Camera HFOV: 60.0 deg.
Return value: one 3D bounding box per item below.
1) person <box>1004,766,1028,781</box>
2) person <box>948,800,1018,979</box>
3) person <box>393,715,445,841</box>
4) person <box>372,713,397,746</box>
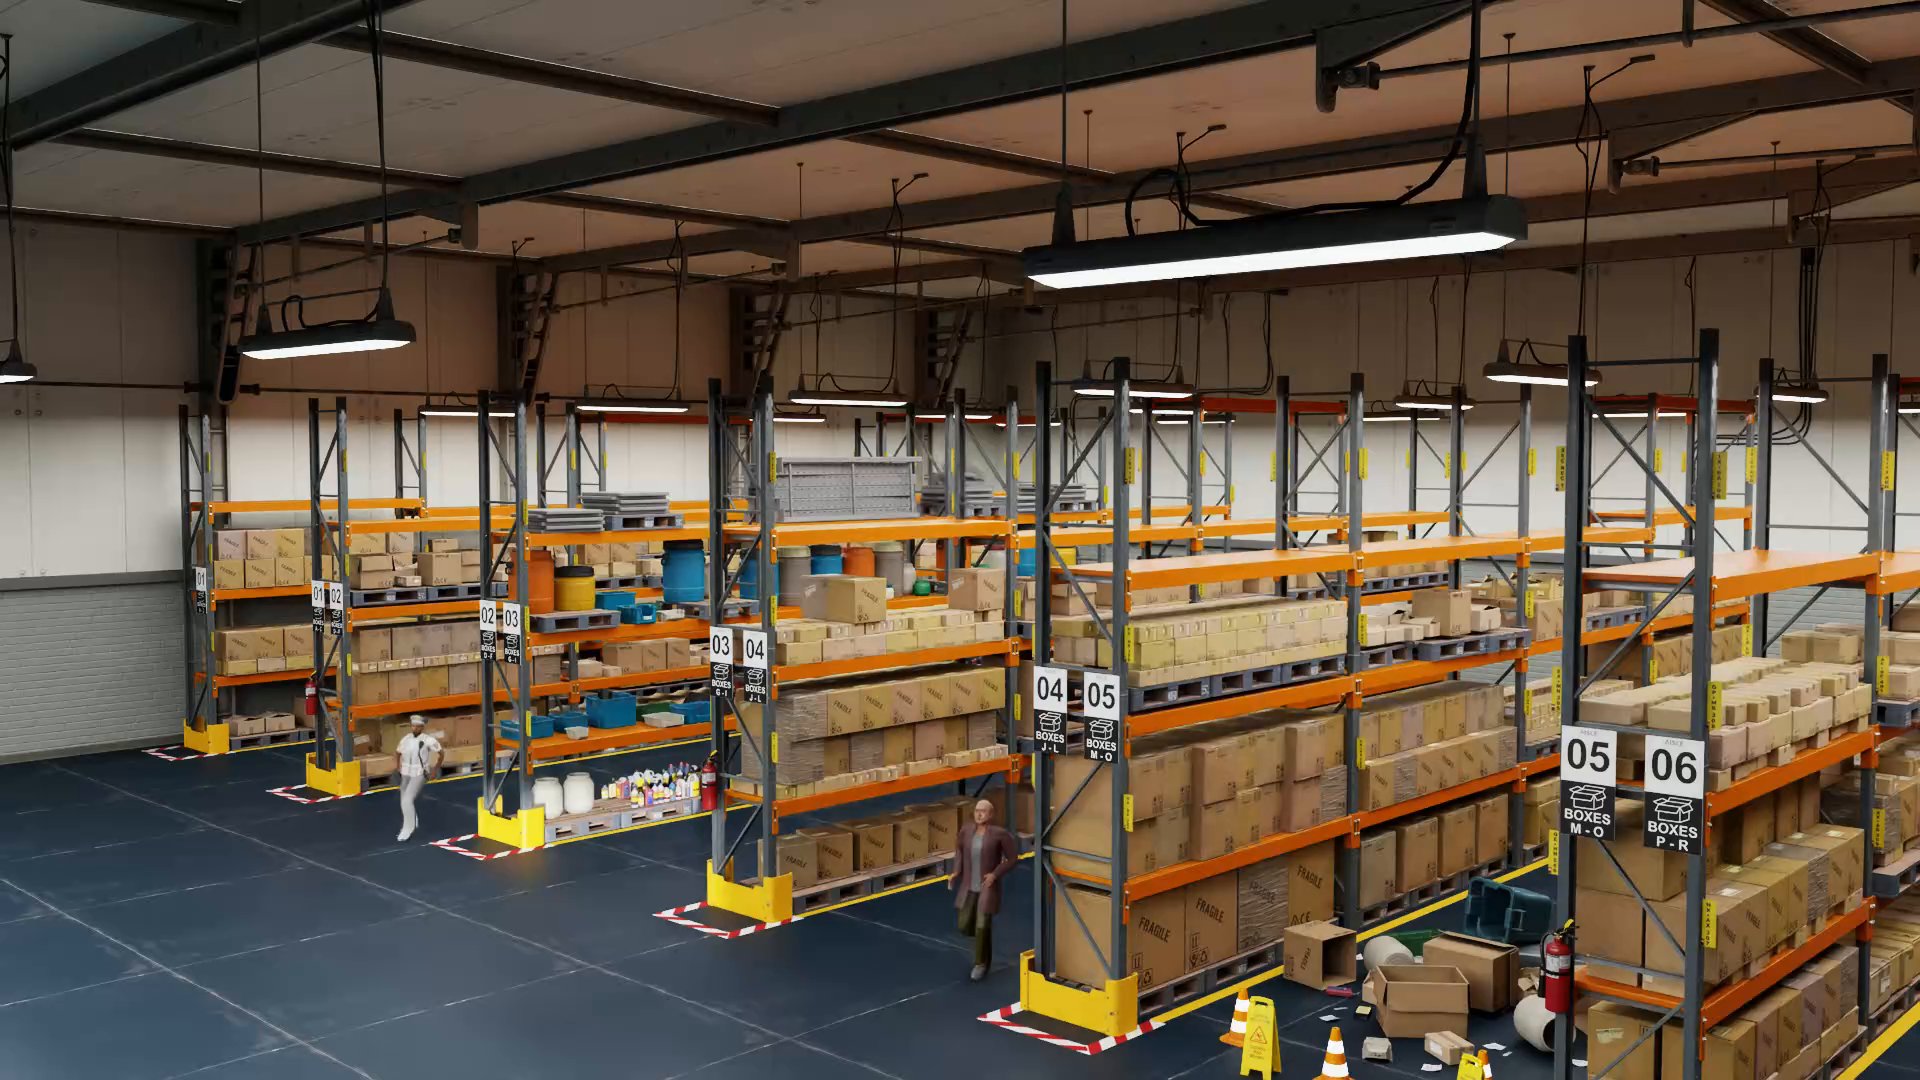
[{"bbox_3d":[0.891,3.081,24.232,0.581,1.626,0.565,2,4,34],"label":"person"},{"bbox_3d":[0.231,3.438,16.491,0.714,1.737,0.636,1,3,26],"label":"person"},{"bbox_3d":[-7.289,3.173,22.258,0.656,1.698,0.661,1,3,16],"label":"person"},{"bbox_3d":[-9.506,2.876,27.642,0.664,1.684,0.602,2,3,31],"label":"person"}]
